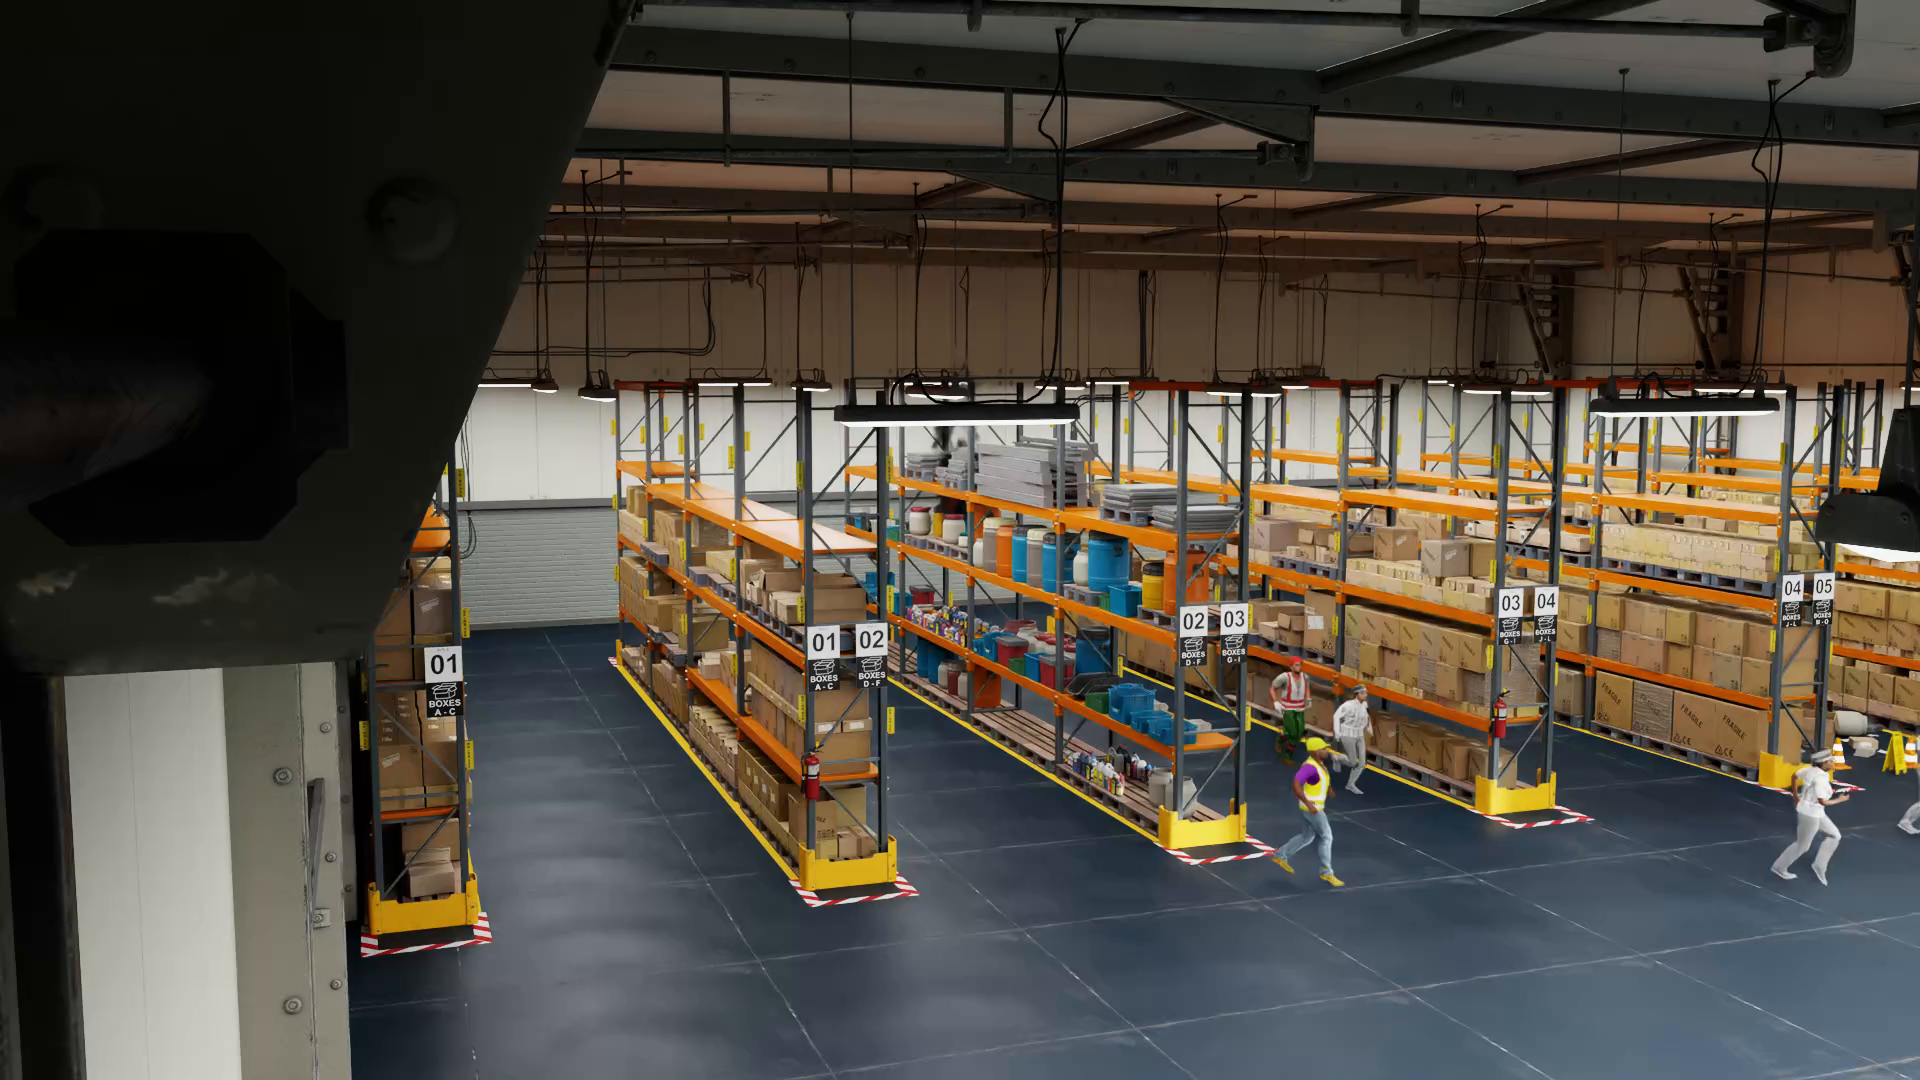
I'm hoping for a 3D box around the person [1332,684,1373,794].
[{"bbox_3d":[5.823,2.925,24.734,0.649,1.654,0.661,-4,7,-30],"label":"person"}]

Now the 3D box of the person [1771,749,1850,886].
[{"bbox_3d":[10.353,3.361,20.240,0.814,1.700,0.601,2,6,21],"label":"person"}]

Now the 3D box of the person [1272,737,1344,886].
[{"bbox_3d":[4.284,3.295,20.404,0.875,1.794,0.714,1,6,11],"label":"person"}]

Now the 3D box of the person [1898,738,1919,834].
[{"bbox_3d":[12.998,3.152,22.170,0.792,1.683,0.641,3,7,28],"label":"person"}]

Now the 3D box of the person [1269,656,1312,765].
[{"bbox_3d":[5.265,2.690,26.311,0.670,1.737,0.584,-2,6,-22],"label":"person"}]
